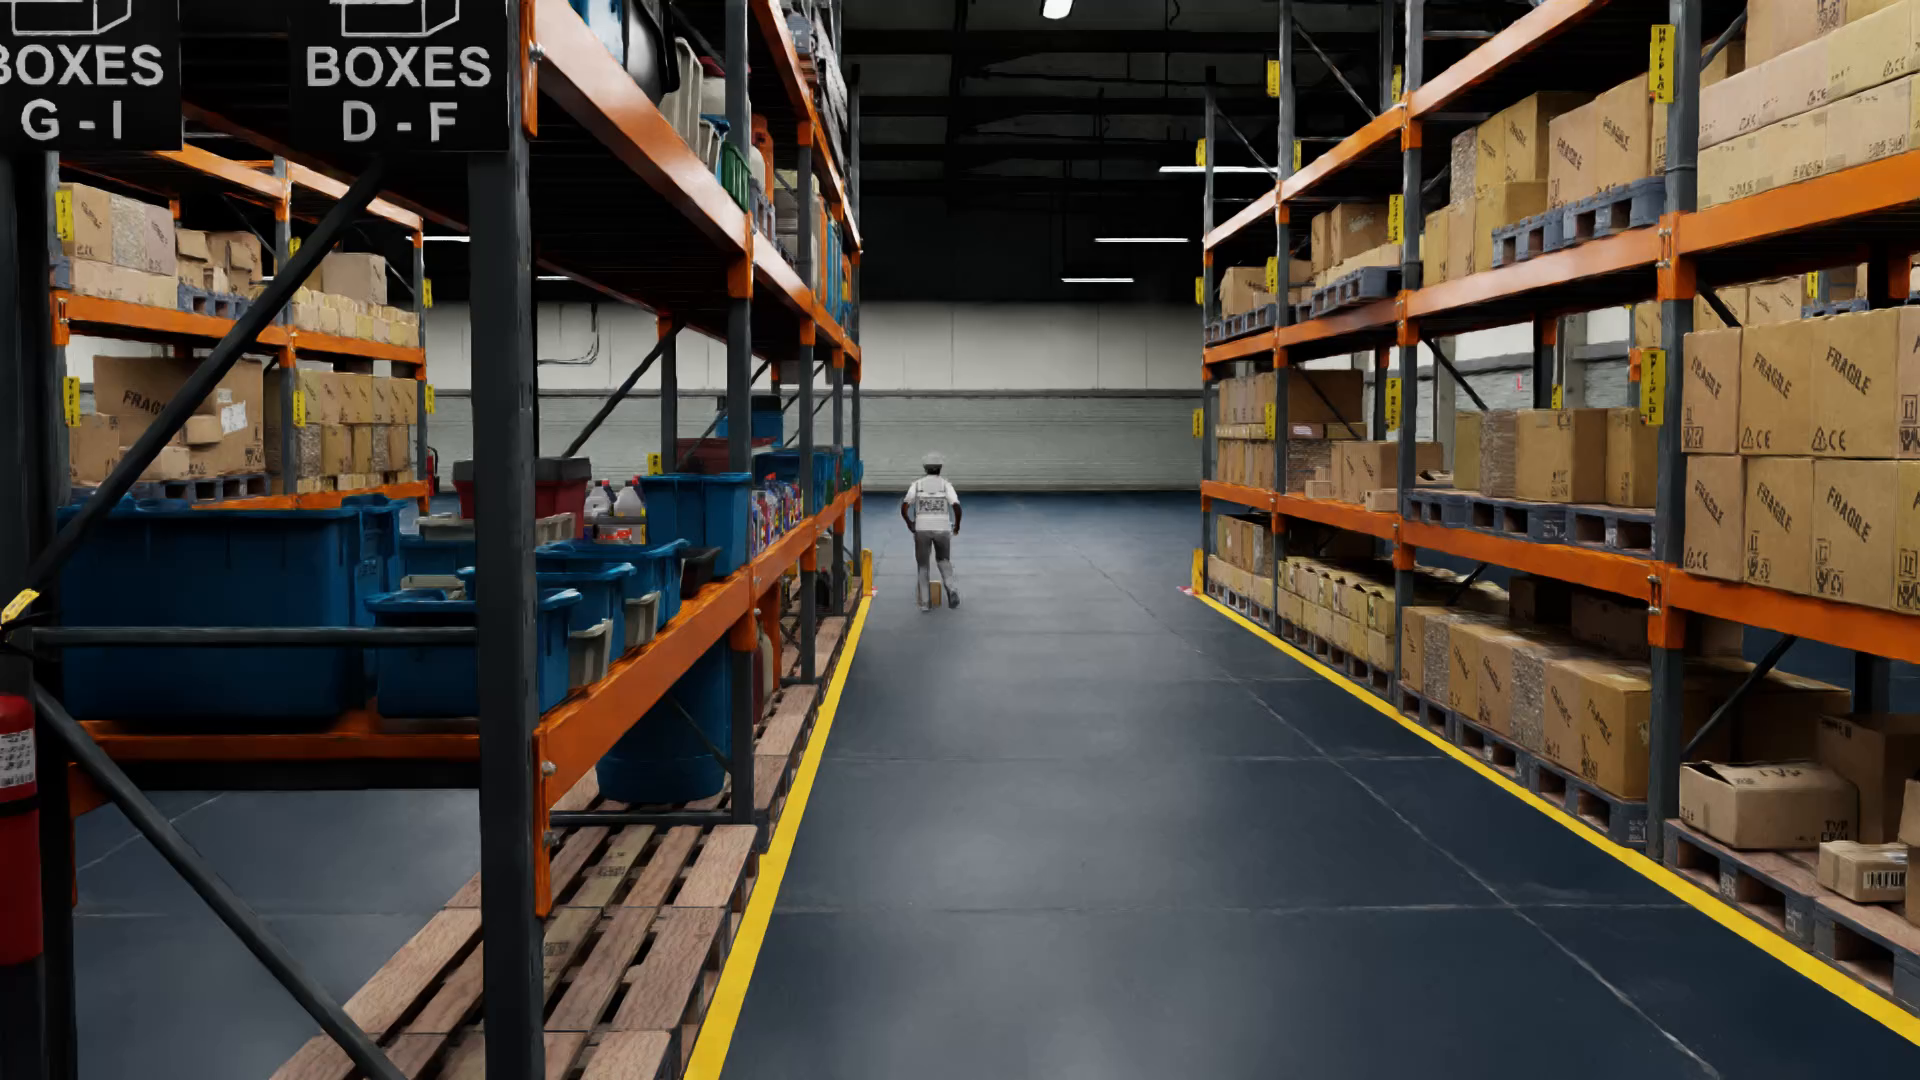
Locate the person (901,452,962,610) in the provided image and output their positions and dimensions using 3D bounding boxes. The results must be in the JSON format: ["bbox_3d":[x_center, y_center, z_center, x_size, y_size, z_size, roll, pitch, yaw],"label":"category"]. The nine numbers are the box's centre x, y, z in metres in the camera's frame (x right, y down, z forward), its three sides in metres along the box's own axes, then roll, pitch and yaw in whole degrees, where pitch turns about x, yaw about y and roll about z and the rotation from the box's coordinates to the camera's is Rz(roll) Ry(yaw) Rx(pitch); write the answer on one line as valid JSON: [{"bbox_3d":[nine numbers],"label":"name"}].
[{"bbox_3d":[-0.312,-0.088,17.363,0.626,1.670,0.466,0,4,-7],"label":"person"}]
